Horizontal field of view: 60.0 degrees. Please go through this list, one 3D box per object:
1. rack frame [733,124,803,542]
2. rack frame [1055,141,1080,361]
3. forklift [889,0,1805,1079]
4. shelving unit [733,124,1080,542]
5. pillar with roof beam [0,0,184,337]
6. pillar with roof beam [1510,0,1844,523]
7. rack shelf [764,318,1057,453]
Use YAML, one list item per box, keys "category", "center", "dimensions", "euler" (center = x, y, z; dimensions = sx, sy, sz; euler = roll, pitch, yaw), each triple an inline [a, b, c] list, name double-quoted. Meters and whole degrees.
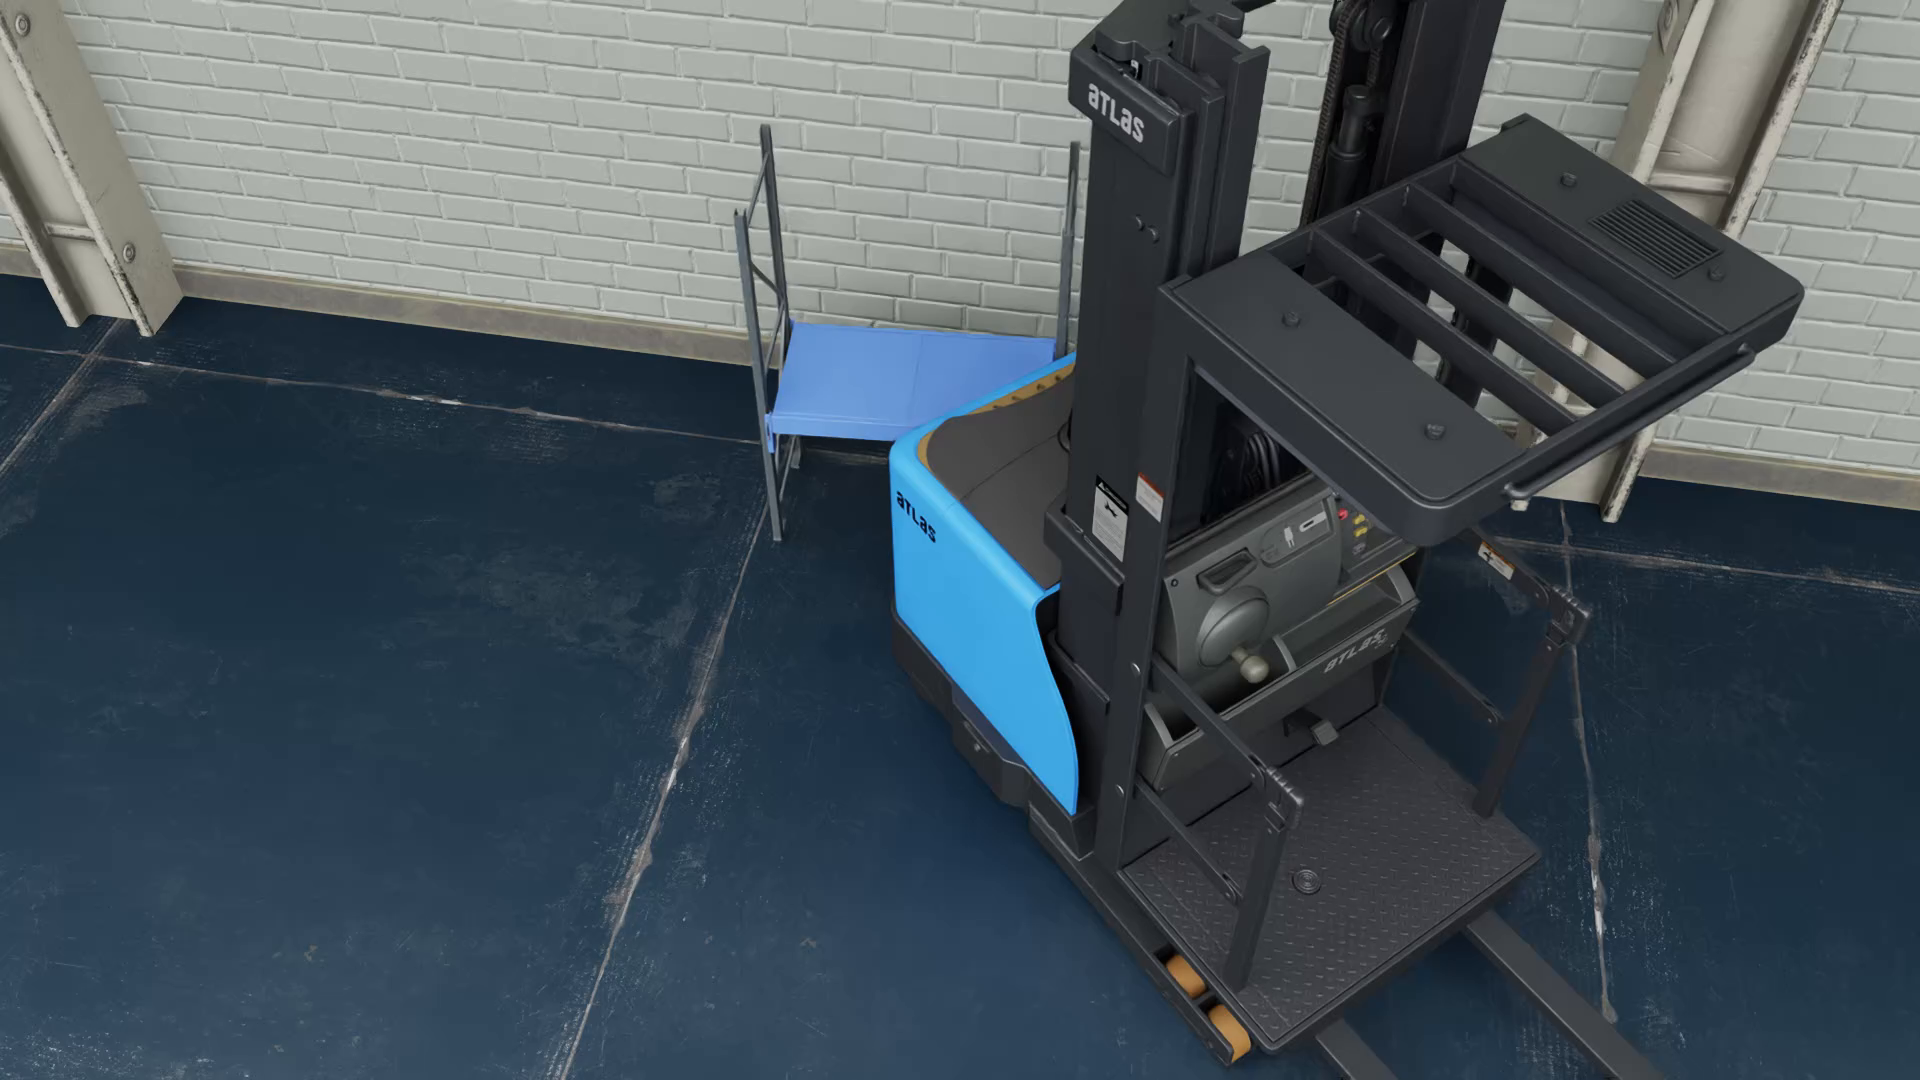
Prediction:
- category: "rack frame"
  center: [-0.661, -0.681, 5.853]
  dimensions: [0.032, 1.500, 0.500]
  euler: [4, 48, 4]
- category: "rack frame"
  center: [0.351, -0.609, 5.789]
  dimensions: [0.032, 1.500, 0.500]
  euler: [4, 48, 4]
- category: "forklift"
  center: [1.020, 0.131, 4.162]
  dimensions: [1.130, 2.935, 3.031]
  euler: [-27, 54, -22]
- category: "shelving unit"
  center: [-0.155, -0.645, 5.821]
  dimensions: [1.048, 1.500, 0.538]
  euler: [4, 48, 4]
- category: "pillar with roof beam"
  center: [-4.343, -0.854, 0.967]
  dimensions: [0.400, 9.000, 9.100]
  euler: [8, 49, 7]
- category: "pillar with roof beam"
  center: [1.561, -0.060, 0.254]
  dimensions: [0.400, 9.000, 9.100]
  euler: [8, 49, 7]
- category: "rack shelf"
  center: [-0.155, -0.524, 5.955]
  dimensions: [1.000, 0.185, 0.538]
  euler: [4, 48, 4]
